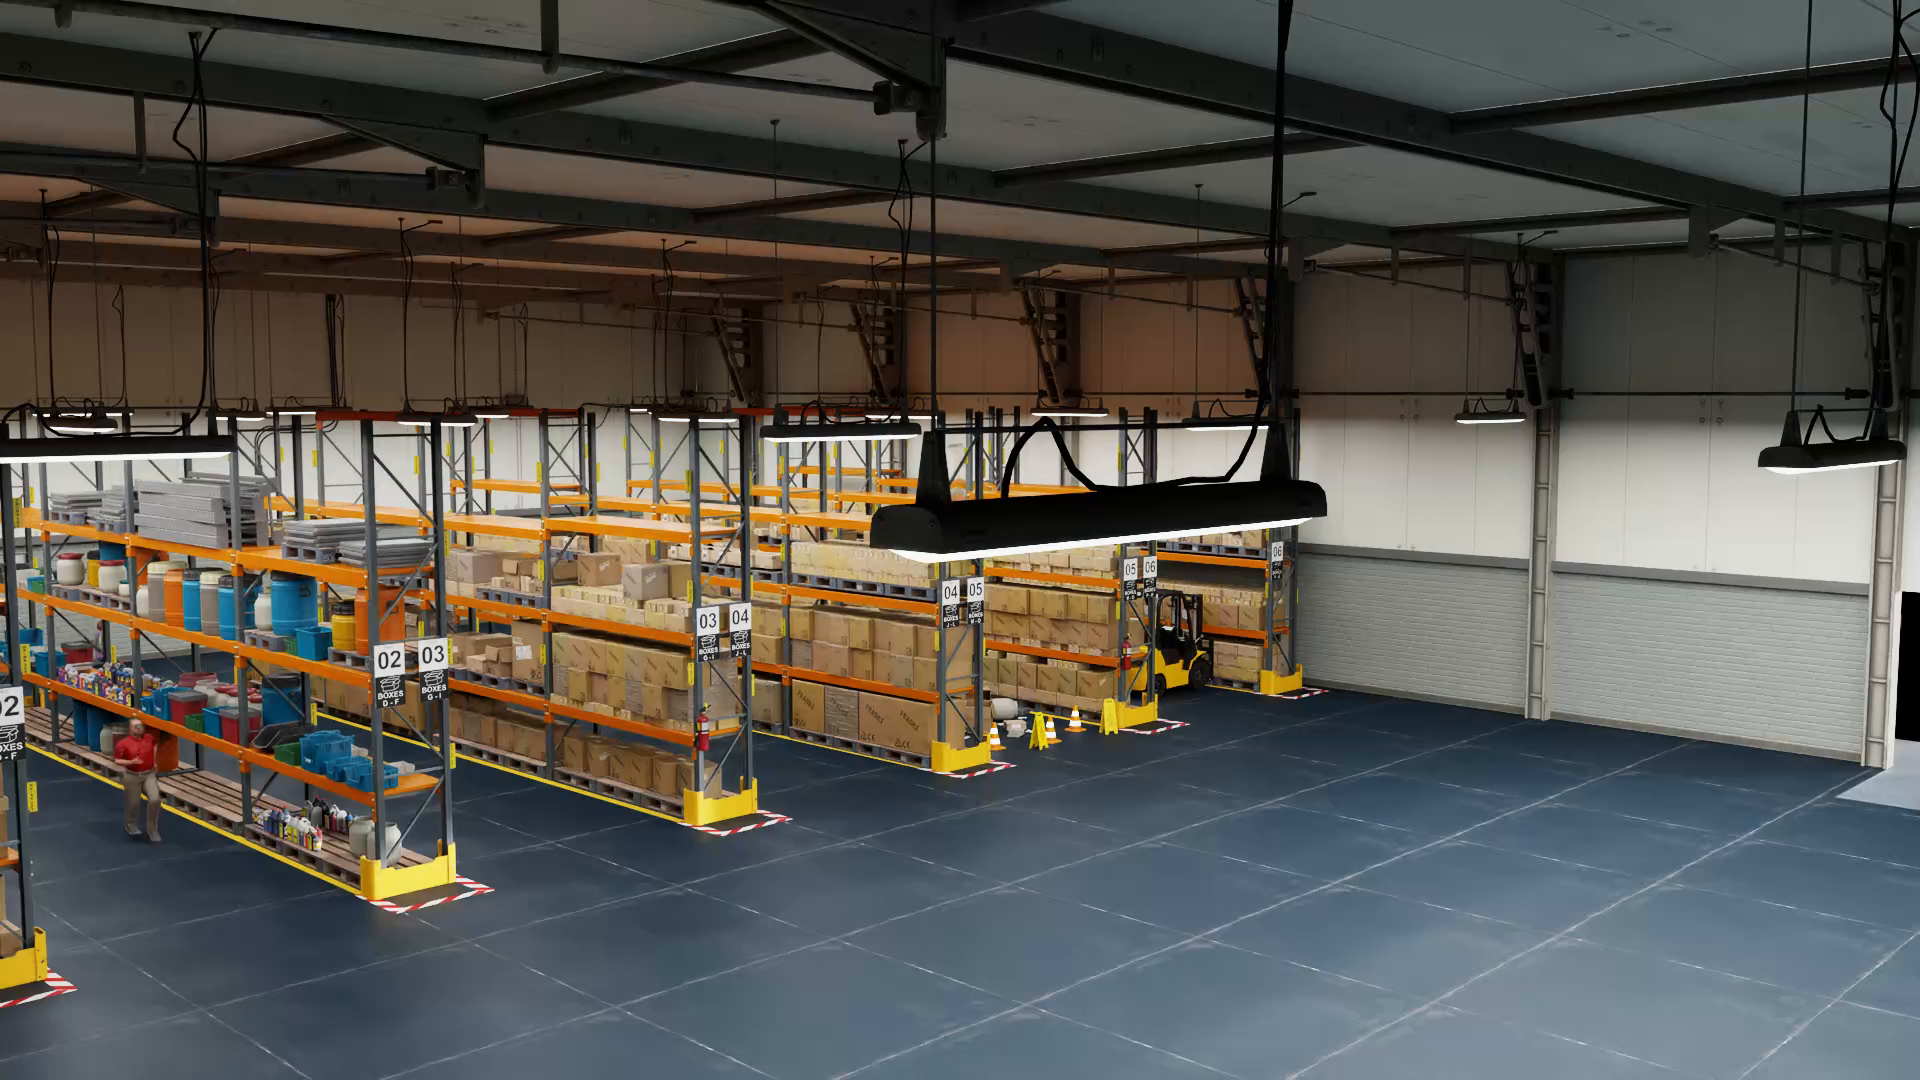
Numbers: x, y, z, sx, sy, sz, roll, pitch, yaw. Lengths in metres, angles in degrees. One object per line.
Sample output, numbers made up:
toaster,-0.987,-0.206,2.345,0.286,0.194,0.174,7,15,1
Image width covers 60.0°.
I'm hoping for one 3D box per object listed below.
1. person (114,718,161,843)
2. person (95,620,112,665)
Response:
person,-11.602,3.407,23.503,0.639,1.800,0.795,-5,7,-44
person,-18.095,2.471,35.031,0.546,1.565,0.549,-4,6,-38
